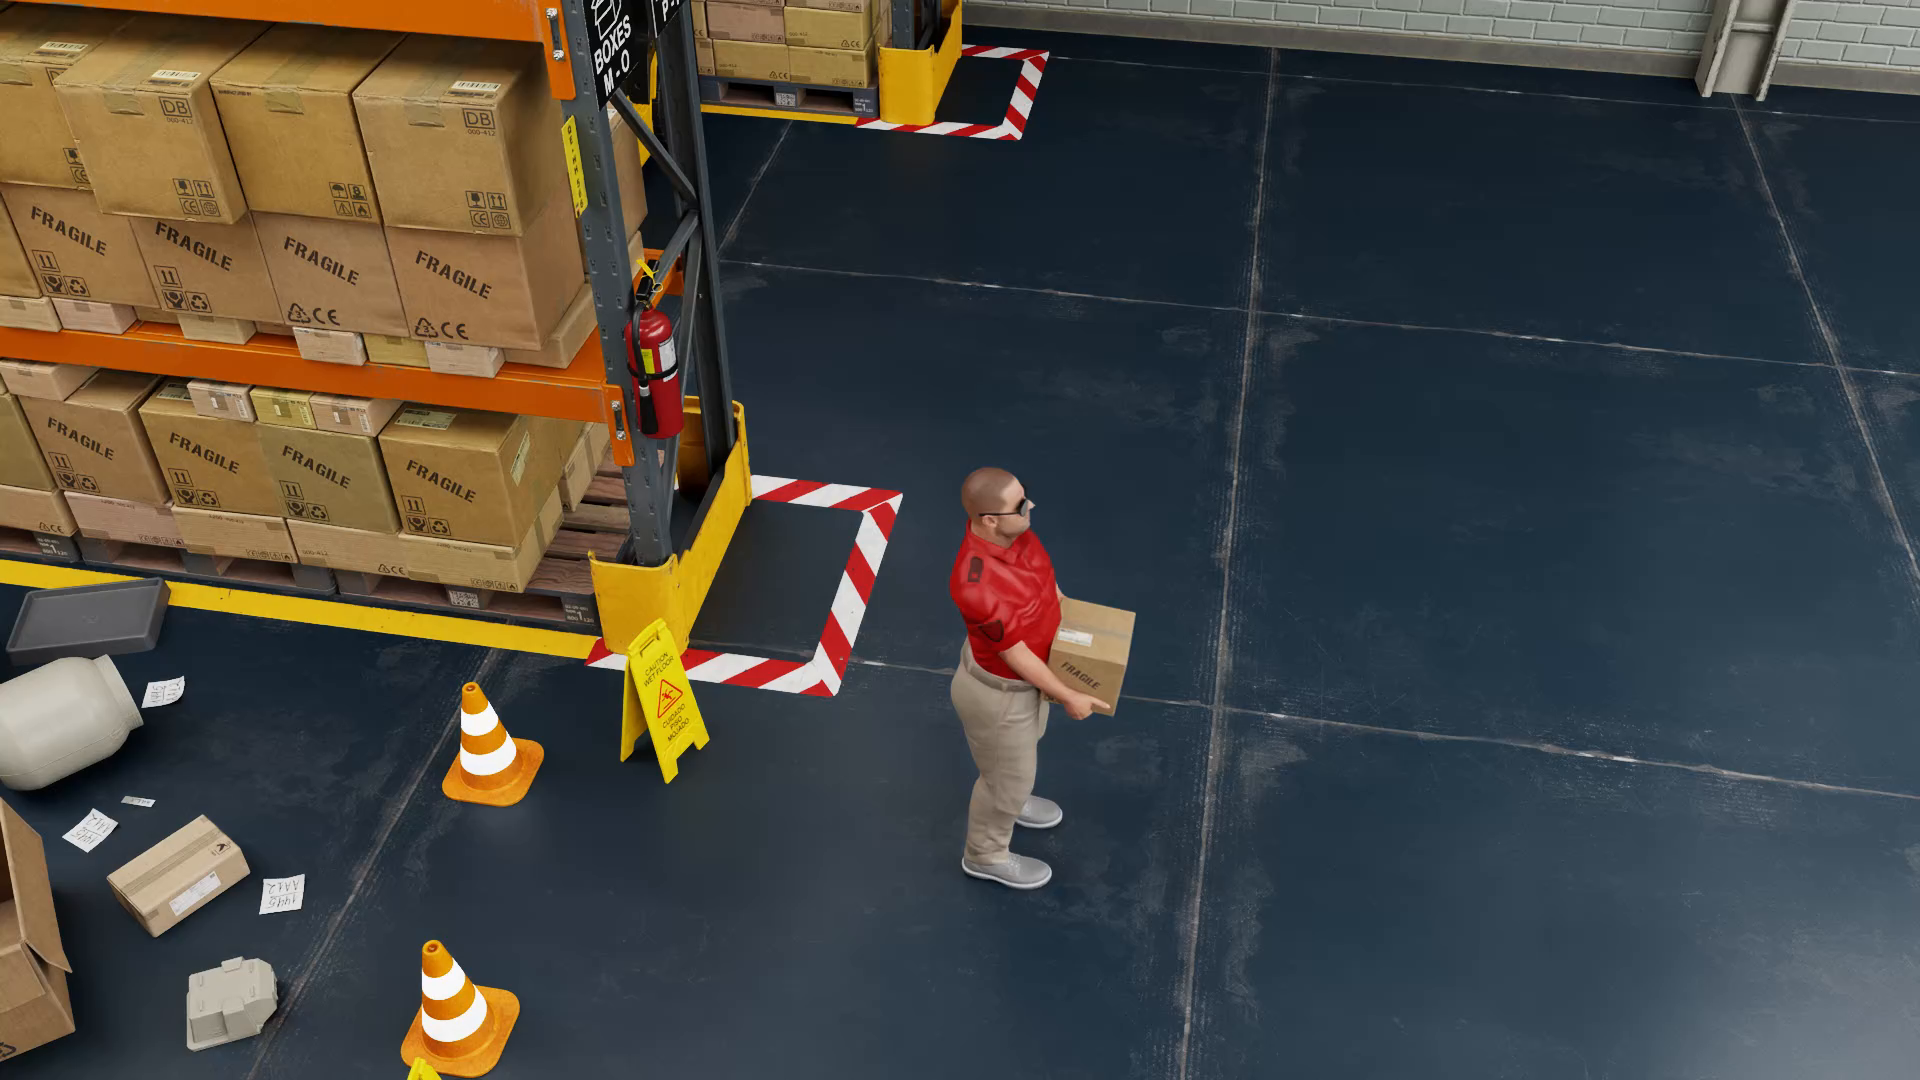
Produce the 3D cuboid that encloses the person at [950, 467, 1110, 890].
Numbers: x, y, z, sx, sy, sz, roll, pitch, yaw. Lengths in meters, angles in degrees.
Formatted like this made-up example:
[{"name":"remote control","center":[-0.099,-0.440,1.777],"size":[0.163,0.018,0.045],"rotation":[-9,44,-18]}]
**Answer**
[{"name":"person","center":[0.254,0.472,5.623],"size":[0.537,1.715,0.494],"rotation":[7,41,9]}]
